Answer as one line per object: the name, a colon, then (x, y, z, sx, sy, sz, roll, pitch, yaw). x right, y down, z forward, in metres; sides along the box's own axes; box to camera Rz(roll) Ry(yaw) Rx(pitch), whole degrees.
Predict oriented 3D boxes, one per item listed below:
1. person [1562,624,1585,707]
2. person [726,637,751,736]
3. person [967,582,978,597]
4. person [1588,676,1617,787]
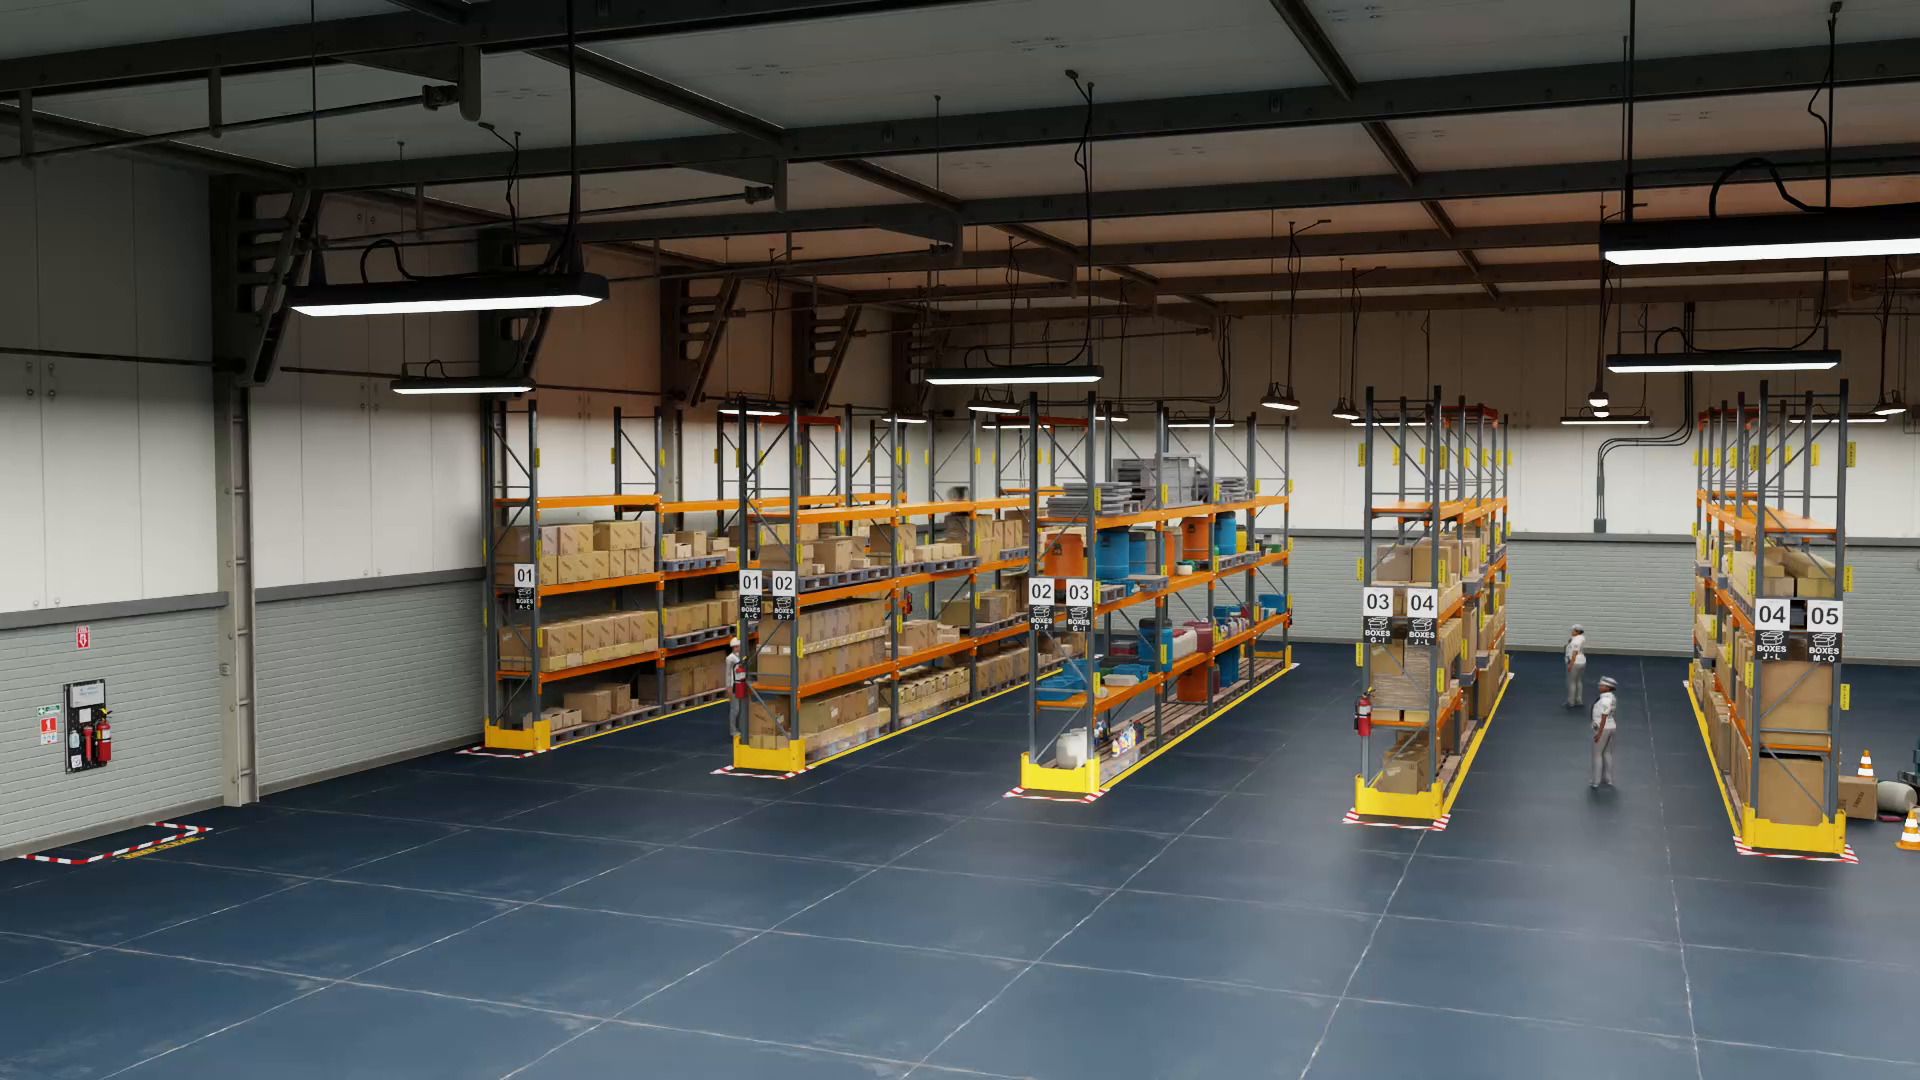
person: (12.387, 2.524, 33.533, 0.398, 1.669, 0.518, 2, 4, 37)
person: (-4.005, 2.660, 29.939, 0.378, 1.816, 0.590, 1, 3, 24)
person: (0.408, 1.943, 44.675, 0.439, 1.679, 0.546, 1, 3, 23)
person: (9.792, 2.916, 25.333, 0.469, 1.704, 0.382, -3, 4, -44)
